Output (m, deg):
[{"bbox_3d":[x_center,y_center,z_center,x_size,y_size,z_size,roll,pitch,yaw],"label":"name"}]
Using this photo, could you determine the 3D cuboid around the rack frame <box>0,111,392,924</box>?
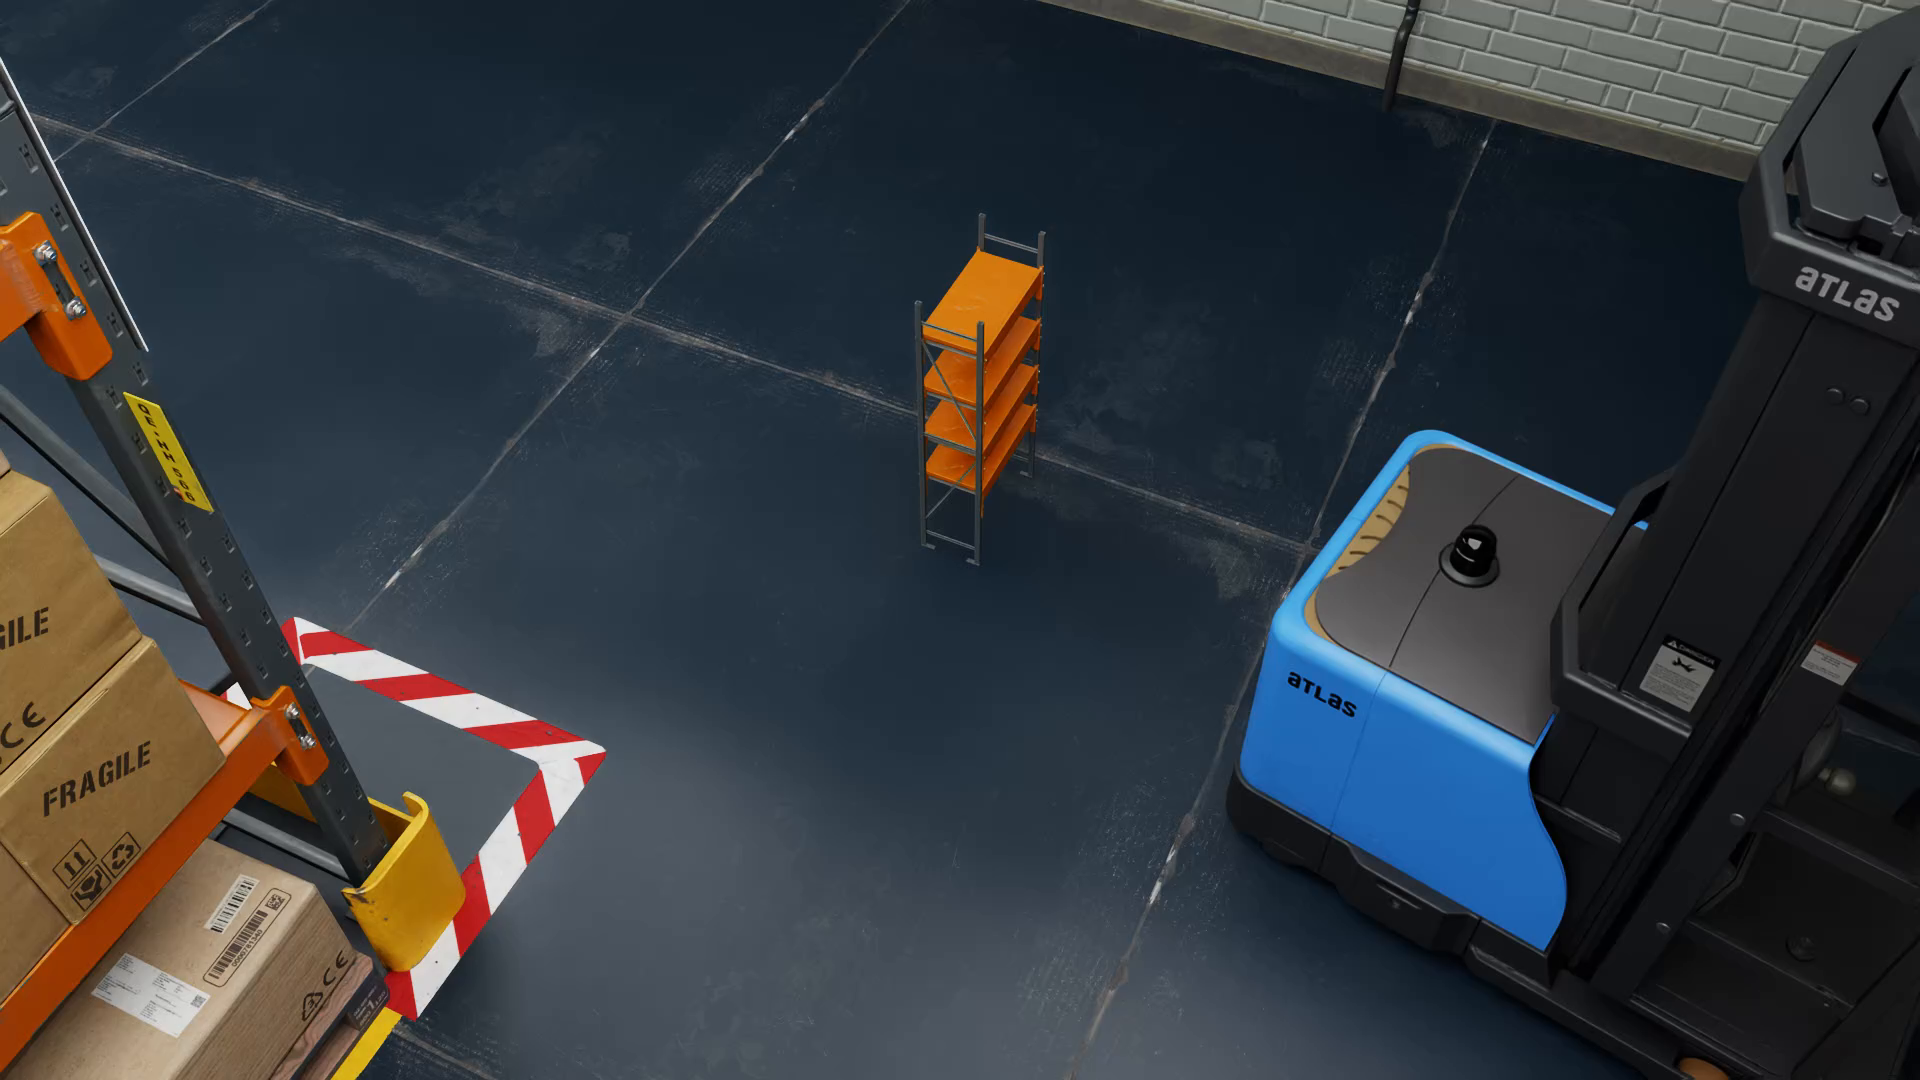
[{"bbox_3d":[-2.160,0.083,4.210,1.000,3.000,0.127,20,52,16],"label":"rack frame"}]

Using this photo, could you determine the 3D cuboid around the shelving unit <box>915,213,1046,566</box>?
[{"bbox_3d":[0.071,-0.503,5.890,0.258,1.200,0.503,20,52,16],"label":"shelving unit"}]

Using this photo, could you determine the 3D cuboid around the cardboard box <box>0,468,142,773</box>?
[{"bbox_3d":[-2.150,0.136,3.442,0.500,0.500,0.500,21,53,17],"label":"cardboard box"}]

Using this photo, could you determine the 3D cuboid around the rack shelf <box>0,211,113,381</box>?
[{"bbox_3d":[-3.014,0.722,2.169,1.077,0.370,4.000,20,52,16],"label":"rack shelf"}]

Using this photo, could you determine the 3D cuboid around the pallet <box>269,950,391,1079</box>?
[{"bbox_3d":[-2.431,1.563,4.781,1.003,0.211,1.213,20,52,16],"label":"pallet"}]

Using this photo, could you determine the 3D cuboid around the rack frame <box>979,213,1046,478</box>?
[{"bbox_3d":[0.175,-0.671,6.033,0.240,1.200,0.015,20,52,16],"label":"rack frame"}]

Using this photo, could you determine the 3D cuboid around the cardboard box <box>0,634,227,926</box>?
[{"bbox_3d":[-2.127,0.469,3.816,0.500,0.500,0.500,20,53,16],"label":"cardboard box"}]

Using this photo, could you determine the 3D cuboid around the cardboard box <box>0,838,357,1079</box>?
[{"bbox_3d":[-2.351,1.265,4.611,0.875,0.438,0.875,18,52,15],"label":"cardboard box"}]

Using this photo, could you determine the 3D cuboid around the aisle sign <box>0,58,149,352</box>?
[{"bbox_3d":[-1.849,-0.708,3.176,0.394,0.787,0.004,20,52,16],"label":"aisle sign"}]

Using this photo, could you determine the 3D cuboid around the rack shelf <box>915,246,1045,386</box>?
[{"bbox_3d":[0.071,-0.757,5.591,0.258,0.148,0.480,20,52,16],"label":"rack shelf"}]

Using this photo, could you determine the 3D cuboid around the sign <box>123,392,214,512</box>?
[{"bbox_3d":[-1.675,-0.183,3.520,0.100,0.325,0.005,20,52,16],"label":"sign"}]

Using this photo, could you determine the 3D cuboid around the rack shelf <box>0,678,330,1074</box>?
[{"bbox_3d":[-3.014,1.694,3.312,1.077,0.370,4.000,20,52,16],"label":"rack shelf"}]

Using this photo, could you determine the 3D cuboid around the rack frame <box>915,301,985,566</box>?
[{"bbox_3d":[-0.034,-0.335,5.747,0.240,1.200,0.015,20,52,16],"label":"rack frame"}]

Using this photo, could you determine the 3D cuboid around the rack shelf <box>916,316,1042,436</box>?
[{"bbox_3d":[0.071,-0.604,5.771,0.258,0.148,0.480,20,52,16],"label":"rack shelf"}]

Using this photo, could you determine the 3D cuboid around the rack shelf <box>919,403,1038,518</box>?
[{"bbox_3d":[0.071,-0.331,6.092,0.258,0.148,0.480,20,52,16],"label":"rack shelf"}]

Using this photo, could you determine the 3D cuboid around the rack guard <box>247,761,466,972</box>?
[{"bbox_3d":[-2.150,0.877,5.176,1.175,0.500,0.348,20,52,16],"label":"rack guard"}]

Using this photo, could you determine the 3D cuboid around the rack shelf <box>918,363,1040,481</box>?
[{"bbox_3d":[0.071,-0.459,5.941,0.258,0.148,0.480,20,52,16],"label":"rack shelf"}]

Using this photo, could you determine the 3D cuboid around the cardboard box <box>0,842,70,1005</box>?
[{"bbox_3d":[-2.355,0.810,3.526,0.500,0.500,0.500,19,52,15],"label":"cardboard box"}]

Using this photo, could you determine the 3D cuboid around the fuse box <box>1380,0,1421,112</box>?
[{"bbox_3d":[2.065,-2.606,7.344,0.539,1.711,0.414,20,52,16],"label":"fuse box"}]

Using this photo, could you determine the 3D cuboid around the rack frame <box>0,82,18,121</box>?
[{"bbox_3d":[-2.160,-1.861,1.925,1.000,3.000,0.127,20,52,16],"label":"rack frame"}]

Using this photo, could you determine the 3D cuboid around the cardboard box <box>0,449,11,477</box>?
[{"bbox_3d":[-2.132,-0.171,3.278,0.380,0.149,0.250,20,53,17],"label":"cardboard box"}]

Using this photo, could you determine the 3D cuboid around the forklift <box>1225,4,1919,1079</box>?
[{"bbox_3d":[2.360,0.330,4.045,3.031,2.935,1.130,28,55,22],"label":"forklift"}]
